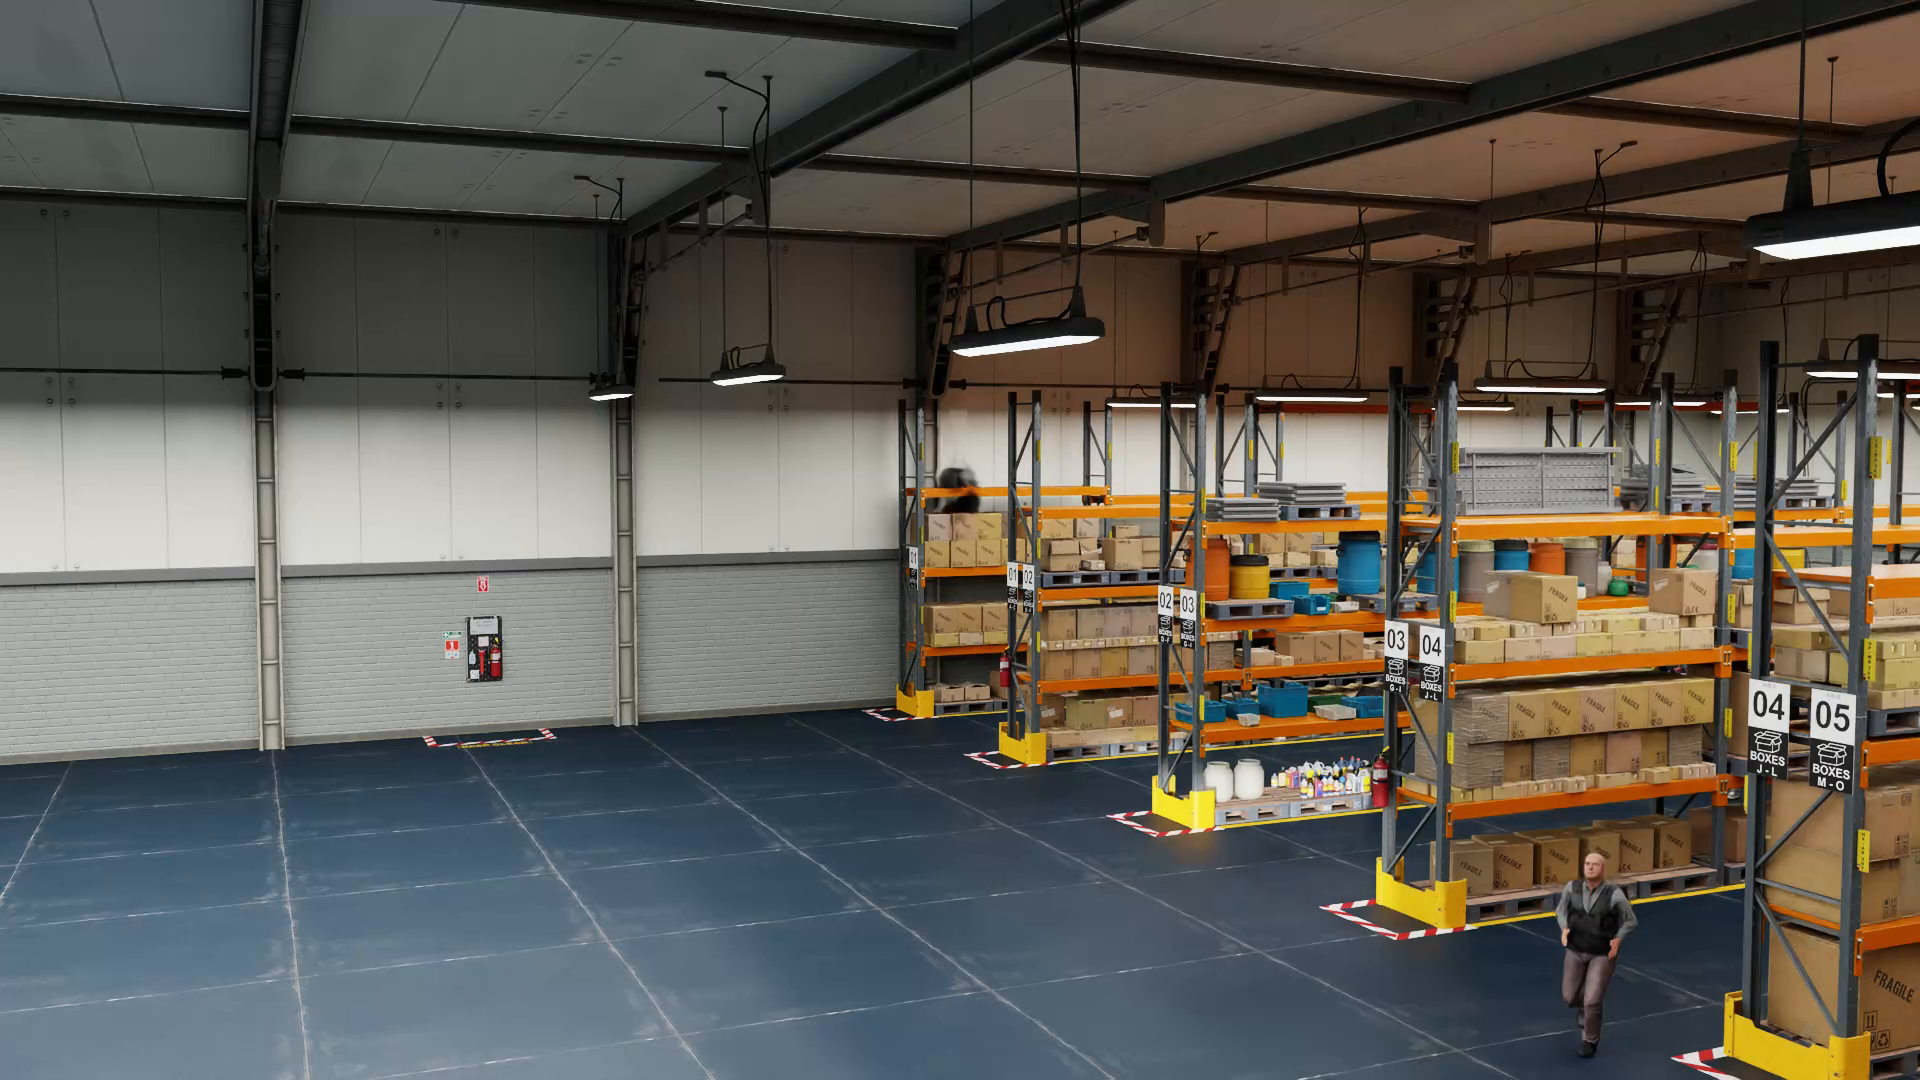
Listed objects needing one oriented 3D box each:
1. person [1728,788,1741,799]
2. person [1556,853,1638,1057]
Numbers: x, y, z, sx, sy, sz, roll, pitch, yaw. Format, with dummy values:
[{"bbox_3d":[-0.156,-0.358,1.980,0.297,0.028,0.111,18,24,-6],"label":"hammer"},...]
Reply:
[{"bbox_3d":[11.353,2.971,24.165,0.622,1.551,0.539,-2,4,-30],"label":"person"},{"bbox_3d":[5.401,3.497,14.162,0.668,1.669,0.653,2,4,36],"label":"person"}]
